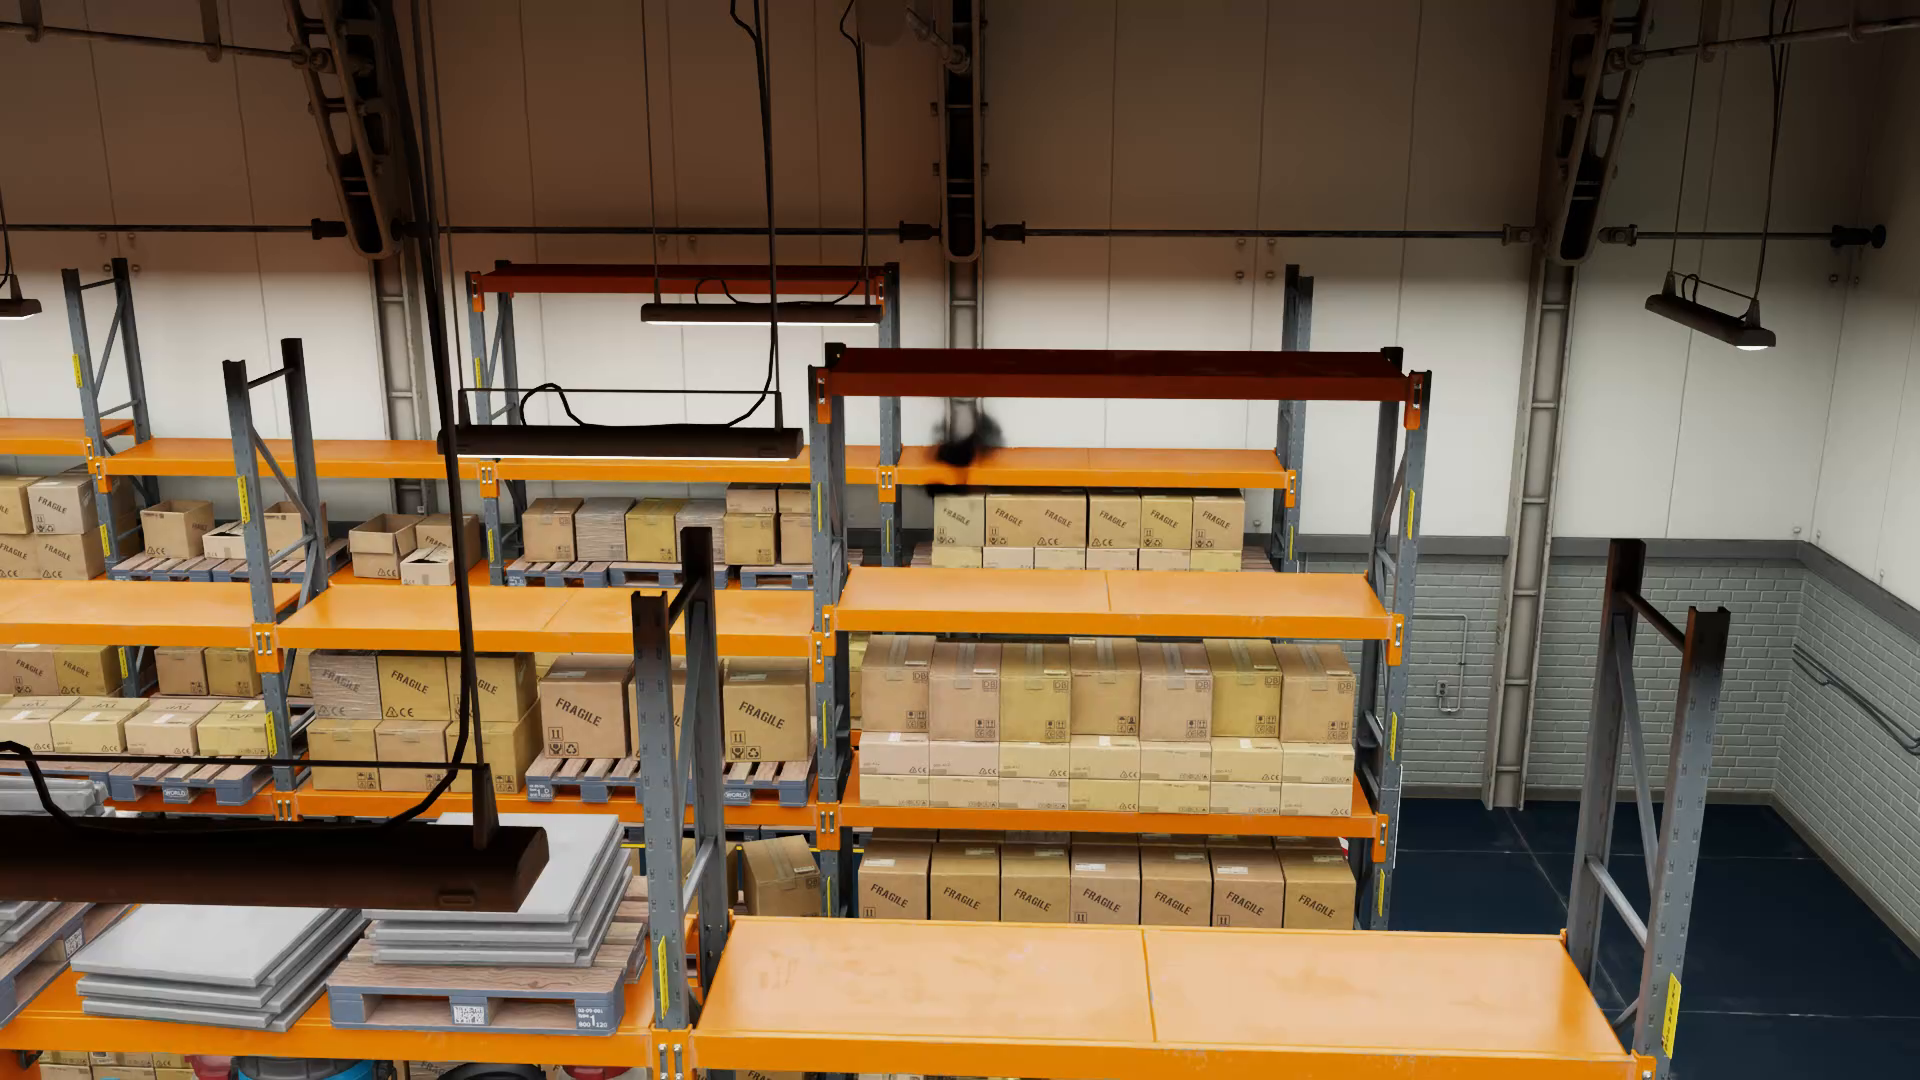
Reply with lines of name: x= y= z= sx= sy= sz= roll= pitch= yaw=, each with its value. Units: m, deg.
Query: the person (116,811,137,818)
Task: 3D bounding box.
person: x=-7.720 y=2.937 z=15.285 sx=0.961 sy=1.744 sz=0.712 roll=-1 pitch=16 yaw=-5
